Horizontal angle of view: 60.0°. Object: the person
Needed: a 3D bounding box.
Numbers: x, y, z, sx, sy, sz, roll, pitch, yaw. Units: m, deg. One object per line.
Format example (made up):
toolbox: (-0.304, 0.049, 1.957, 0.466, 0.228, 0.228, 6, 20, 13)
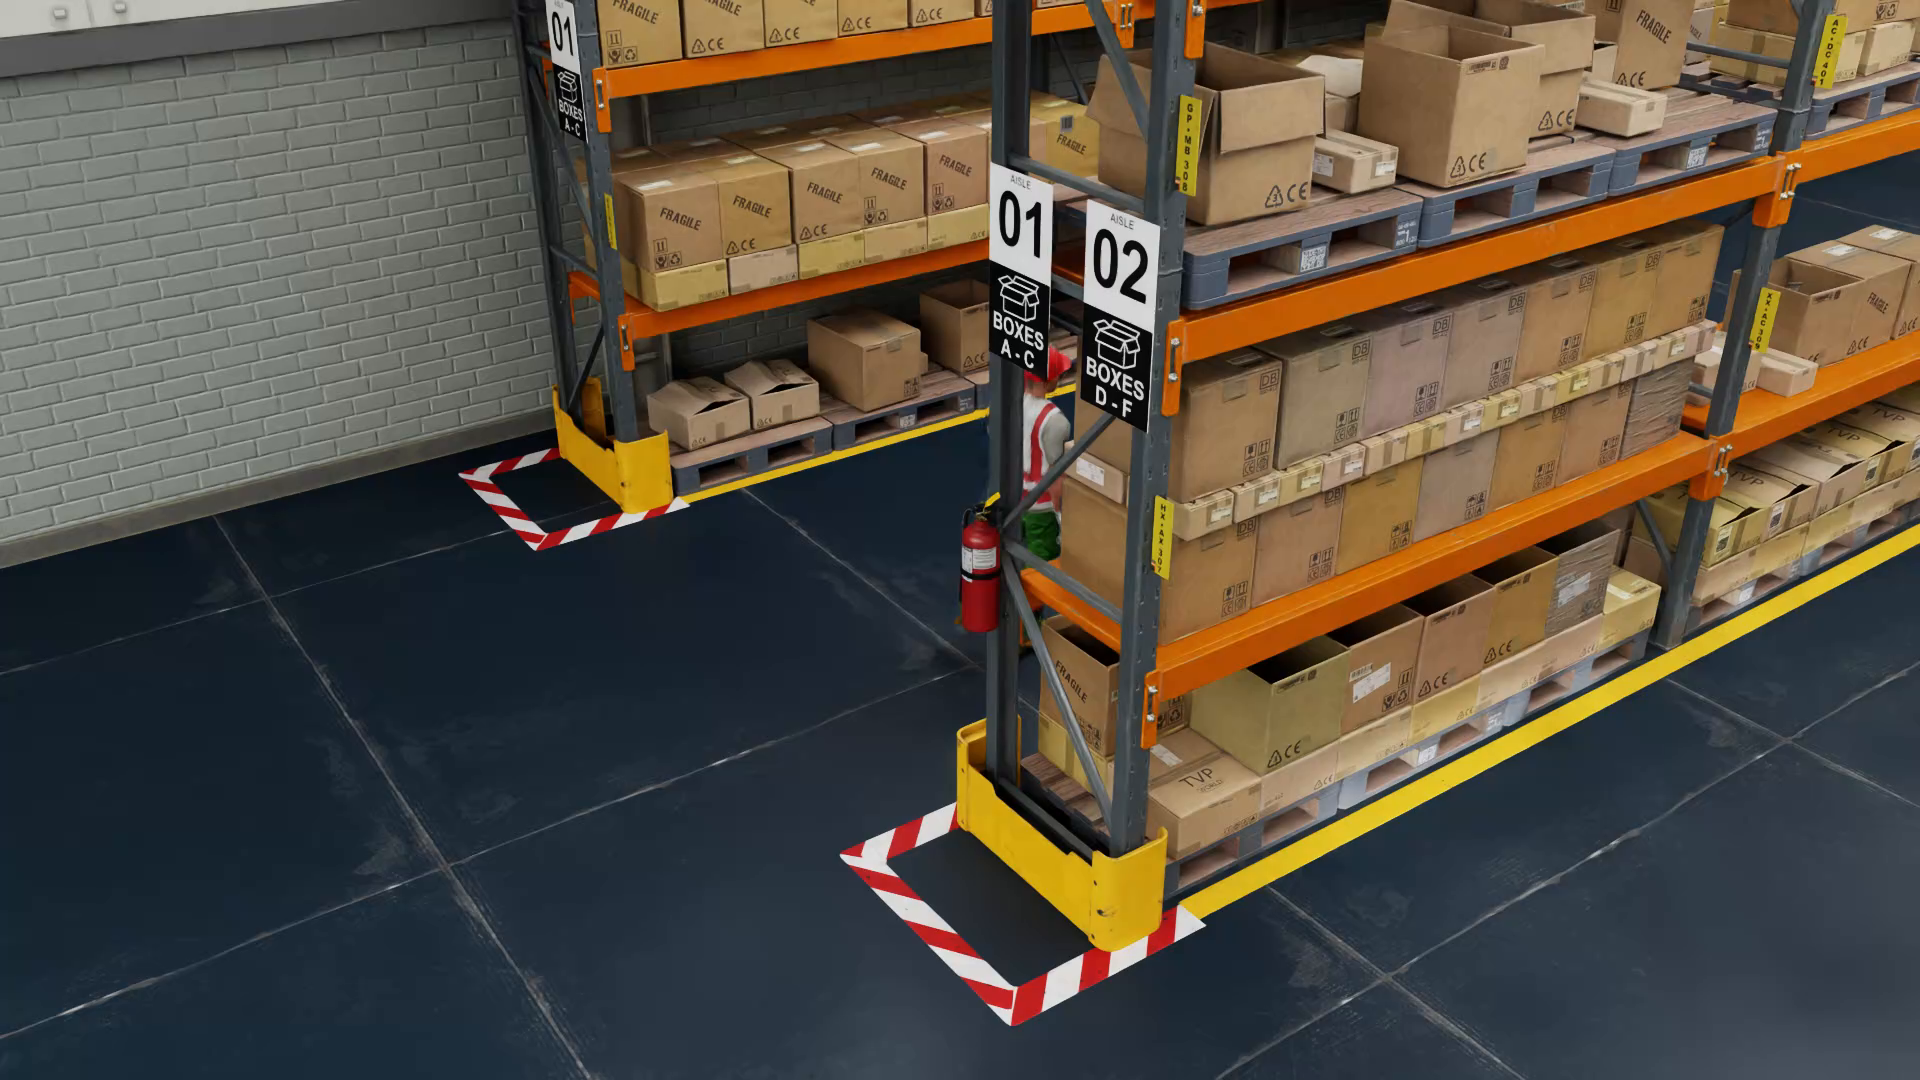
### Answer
person: (0.313, -0.202, 8.939, 0.621, 1.787, 0.572, 25, 37, 38)
